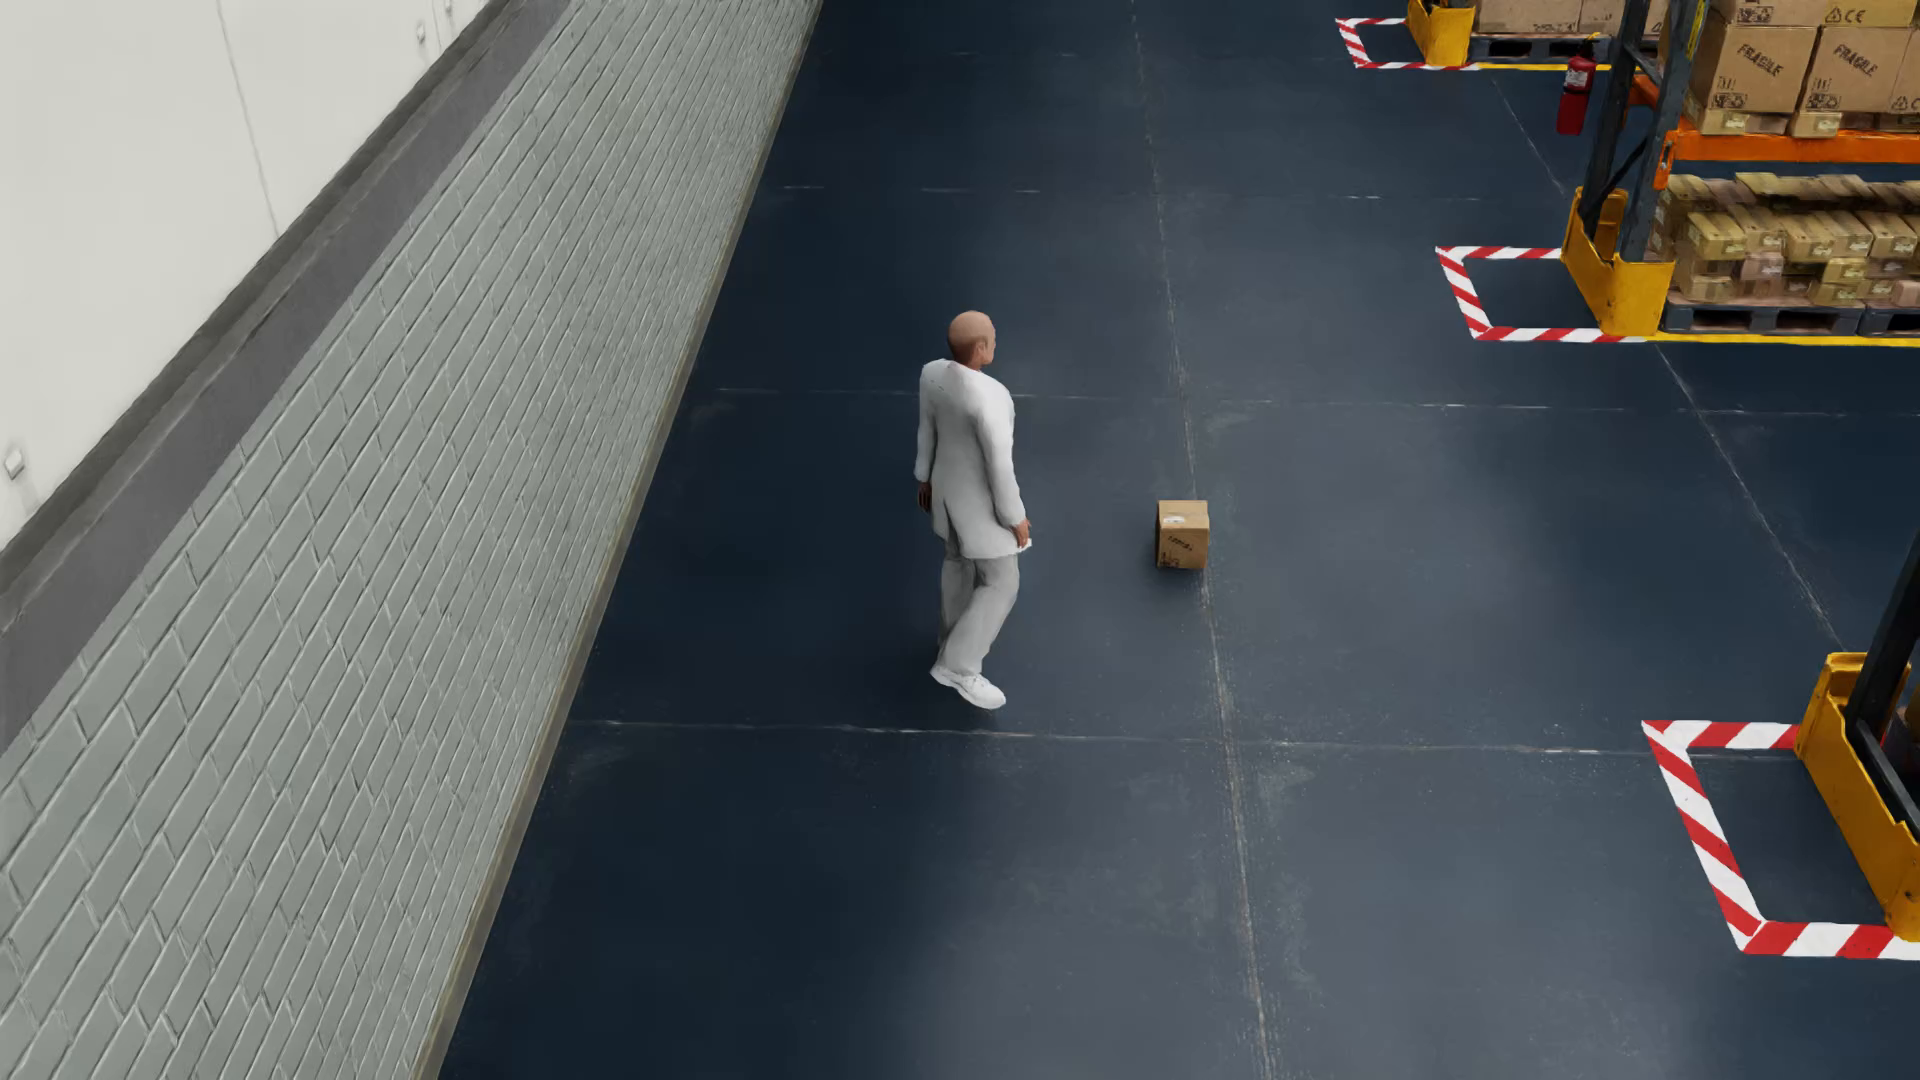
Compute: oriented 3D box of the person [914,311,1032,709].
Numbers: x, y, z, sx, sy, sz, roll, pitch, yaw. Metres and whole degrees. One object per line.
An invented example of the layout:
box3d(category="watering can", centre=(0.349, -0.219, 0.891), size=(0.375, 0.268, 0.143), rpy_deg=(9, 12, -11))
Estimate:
box3d(category="person", centre=(0.043, -0.132, 7.313), size=(0.550, 1.771, 0.788), rpy_deg=(-20, 40, -26))
